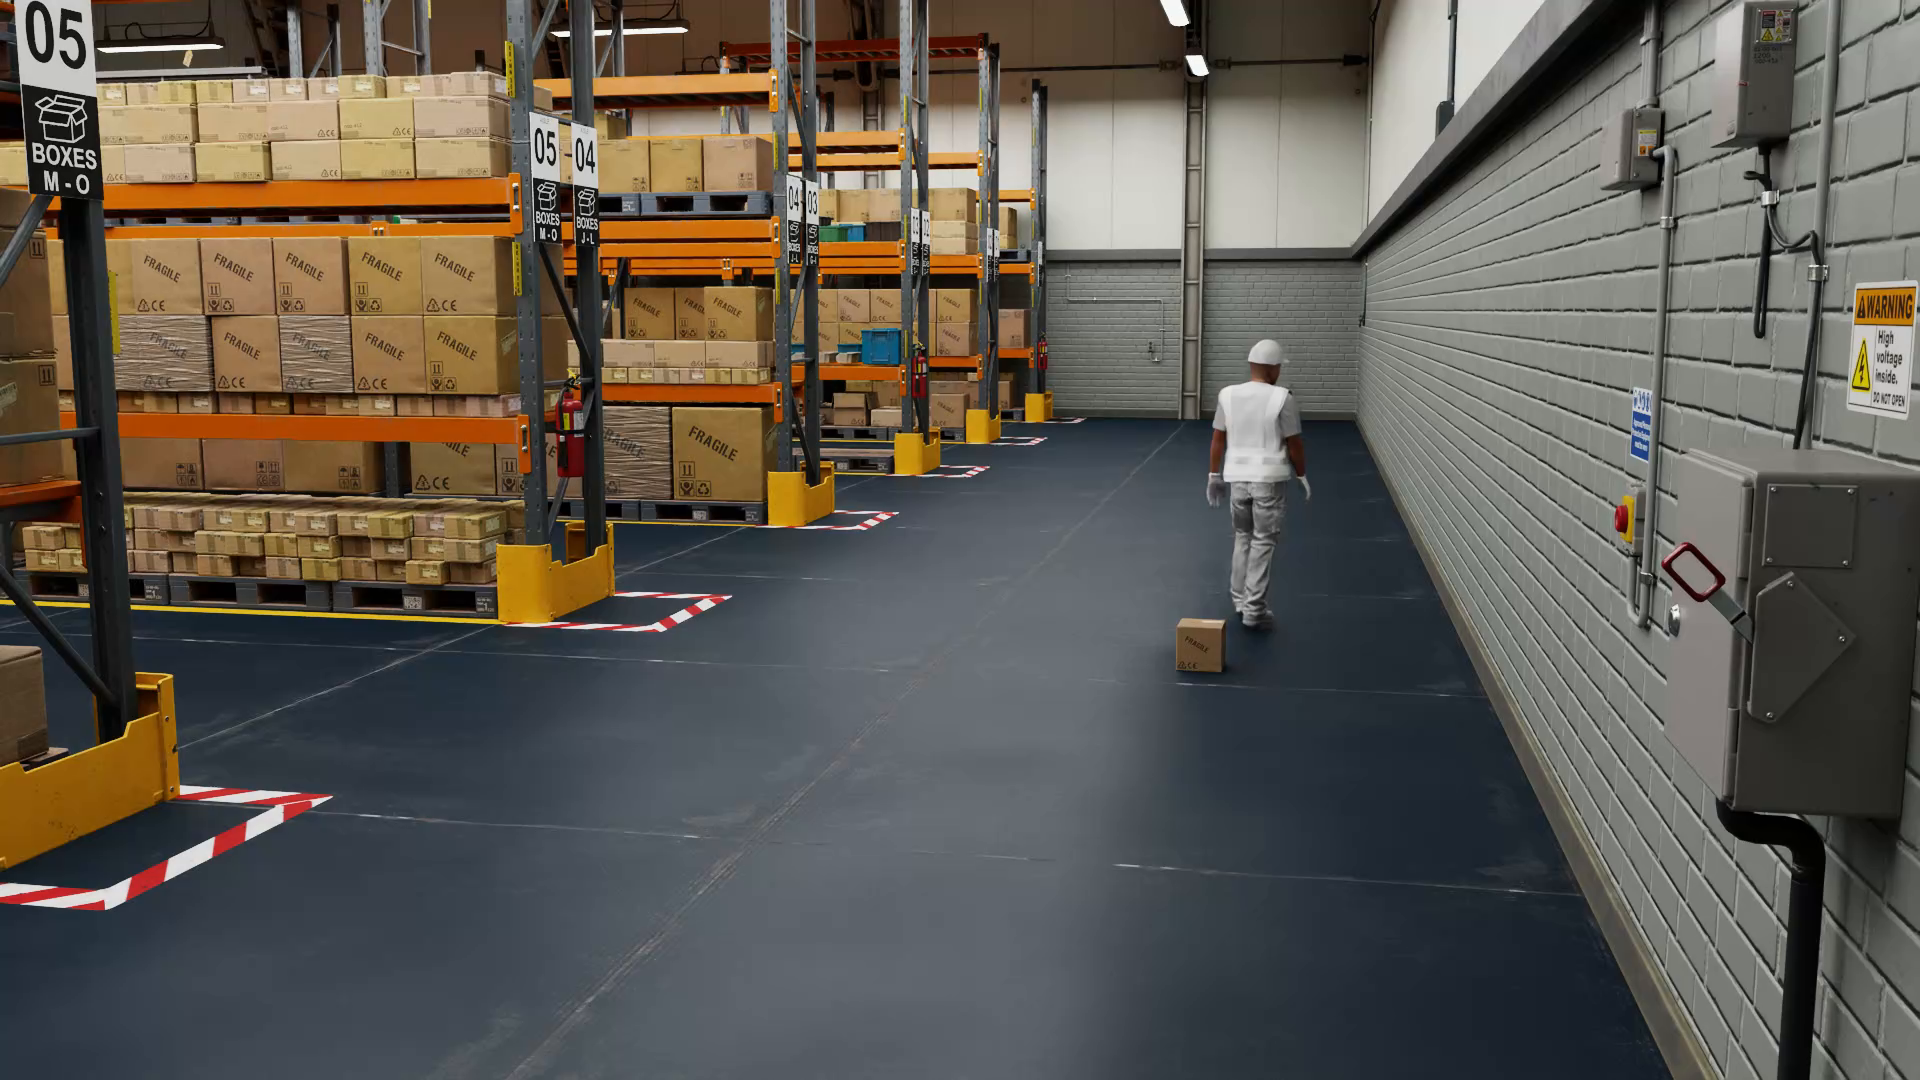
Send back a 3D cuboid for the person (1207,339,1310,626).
[{"bbox_3d":[1.895,-0.334,10.483,0.578,1.850,0.541,6,10,36],"label":"person"}]
